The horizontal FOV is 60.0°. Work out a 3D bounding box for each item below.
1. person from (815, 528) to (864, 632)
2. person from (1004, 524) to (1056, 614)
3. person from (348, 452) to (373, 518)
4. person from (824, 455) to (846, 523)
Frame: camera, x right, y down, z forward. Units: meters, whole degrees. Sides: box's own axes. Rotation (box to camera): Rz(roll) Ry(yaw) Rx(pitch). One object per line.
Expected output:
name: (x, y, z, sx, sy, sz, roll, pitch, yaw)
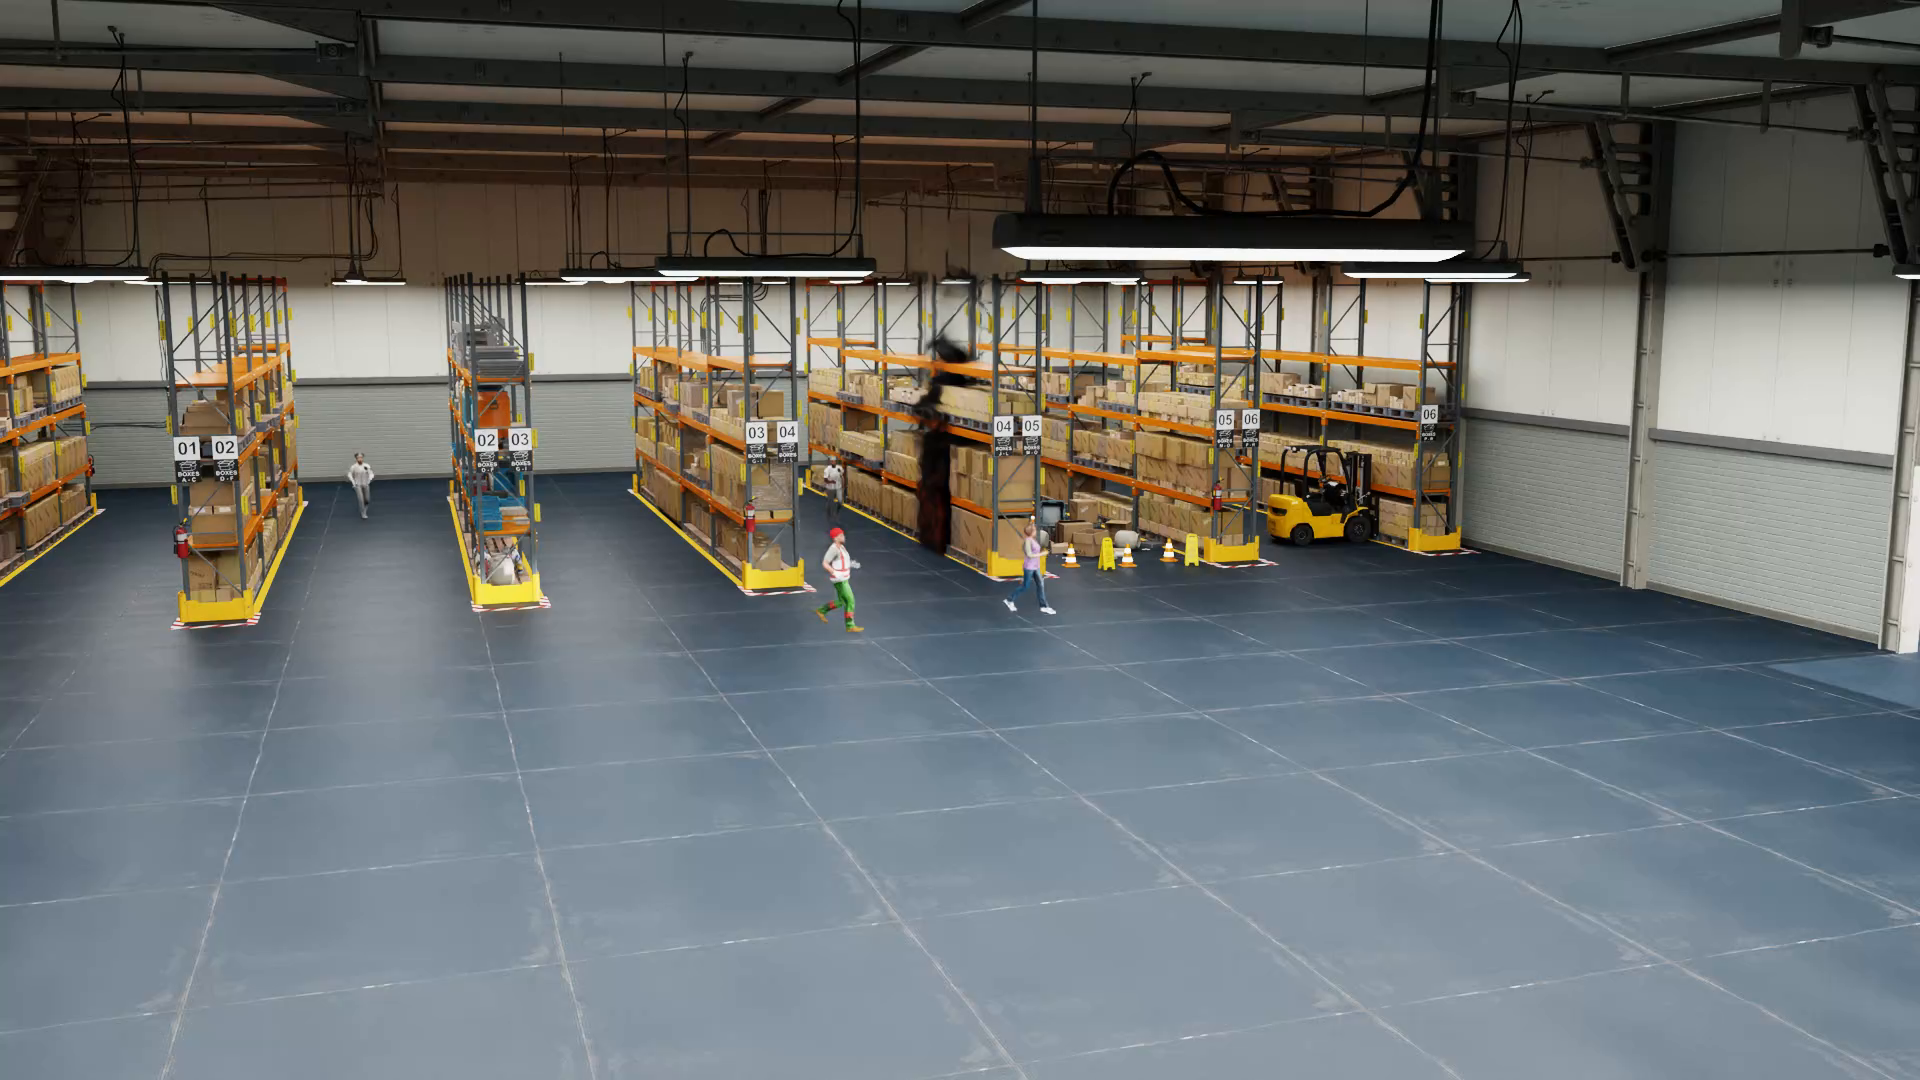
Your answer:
person: (-2.041, 0.666, 27.863, 0.868, 1.760, 0.668, 2, 9, 10)
person: (1.240, 0.505, 29.271, 0.907, 1.585, 0.533, 3, 9, 19)
person: (-15.026, -1.383, 41.735, 0.606, 1.654, 0.599, -4, 10, -26)
person: (-3.058, -1.250, 40.725, 0.585, 1.679, 0.841, -2, 9, -13)
